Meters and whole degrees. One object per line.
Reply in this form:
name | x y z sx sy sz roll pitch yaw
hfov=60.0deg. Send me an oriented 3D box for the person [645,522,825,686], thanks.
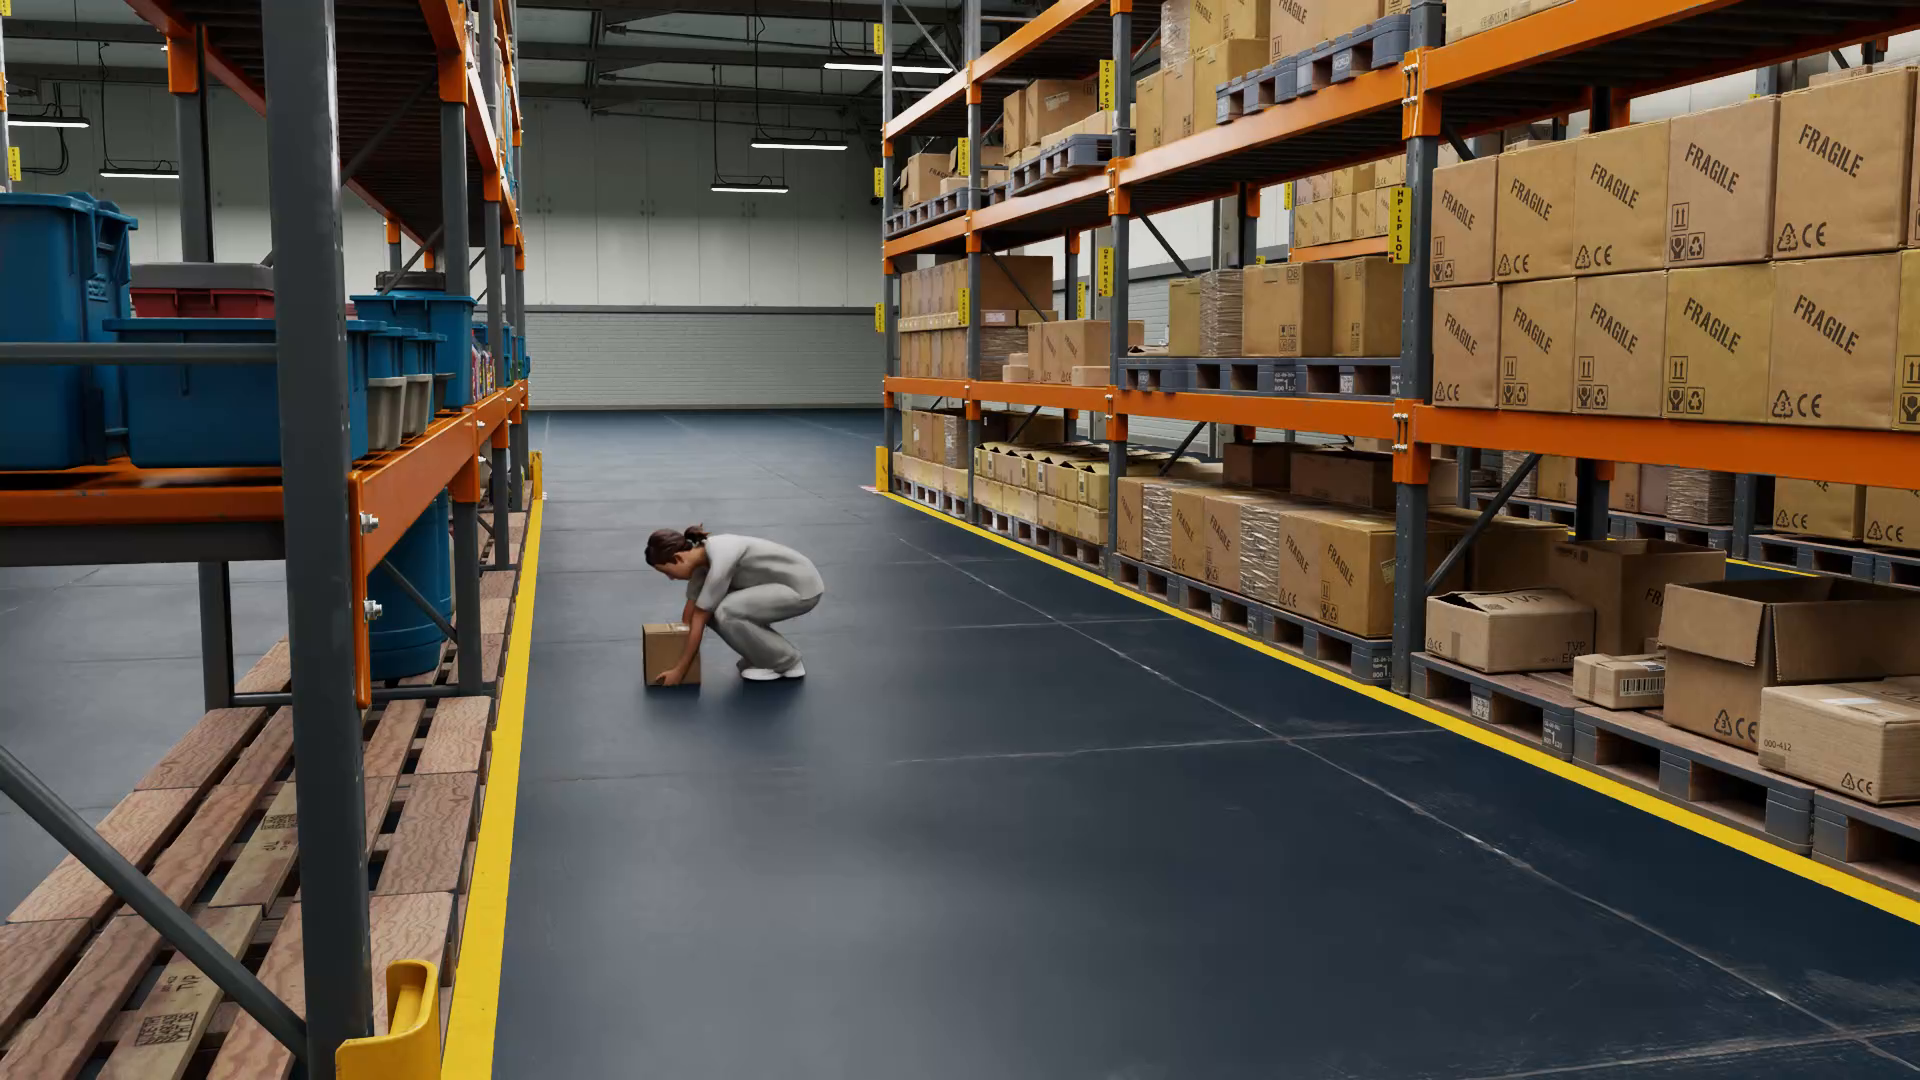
person | -1.061 0.309 7.867 0.841 0.809 0.468 -2 6 -15
